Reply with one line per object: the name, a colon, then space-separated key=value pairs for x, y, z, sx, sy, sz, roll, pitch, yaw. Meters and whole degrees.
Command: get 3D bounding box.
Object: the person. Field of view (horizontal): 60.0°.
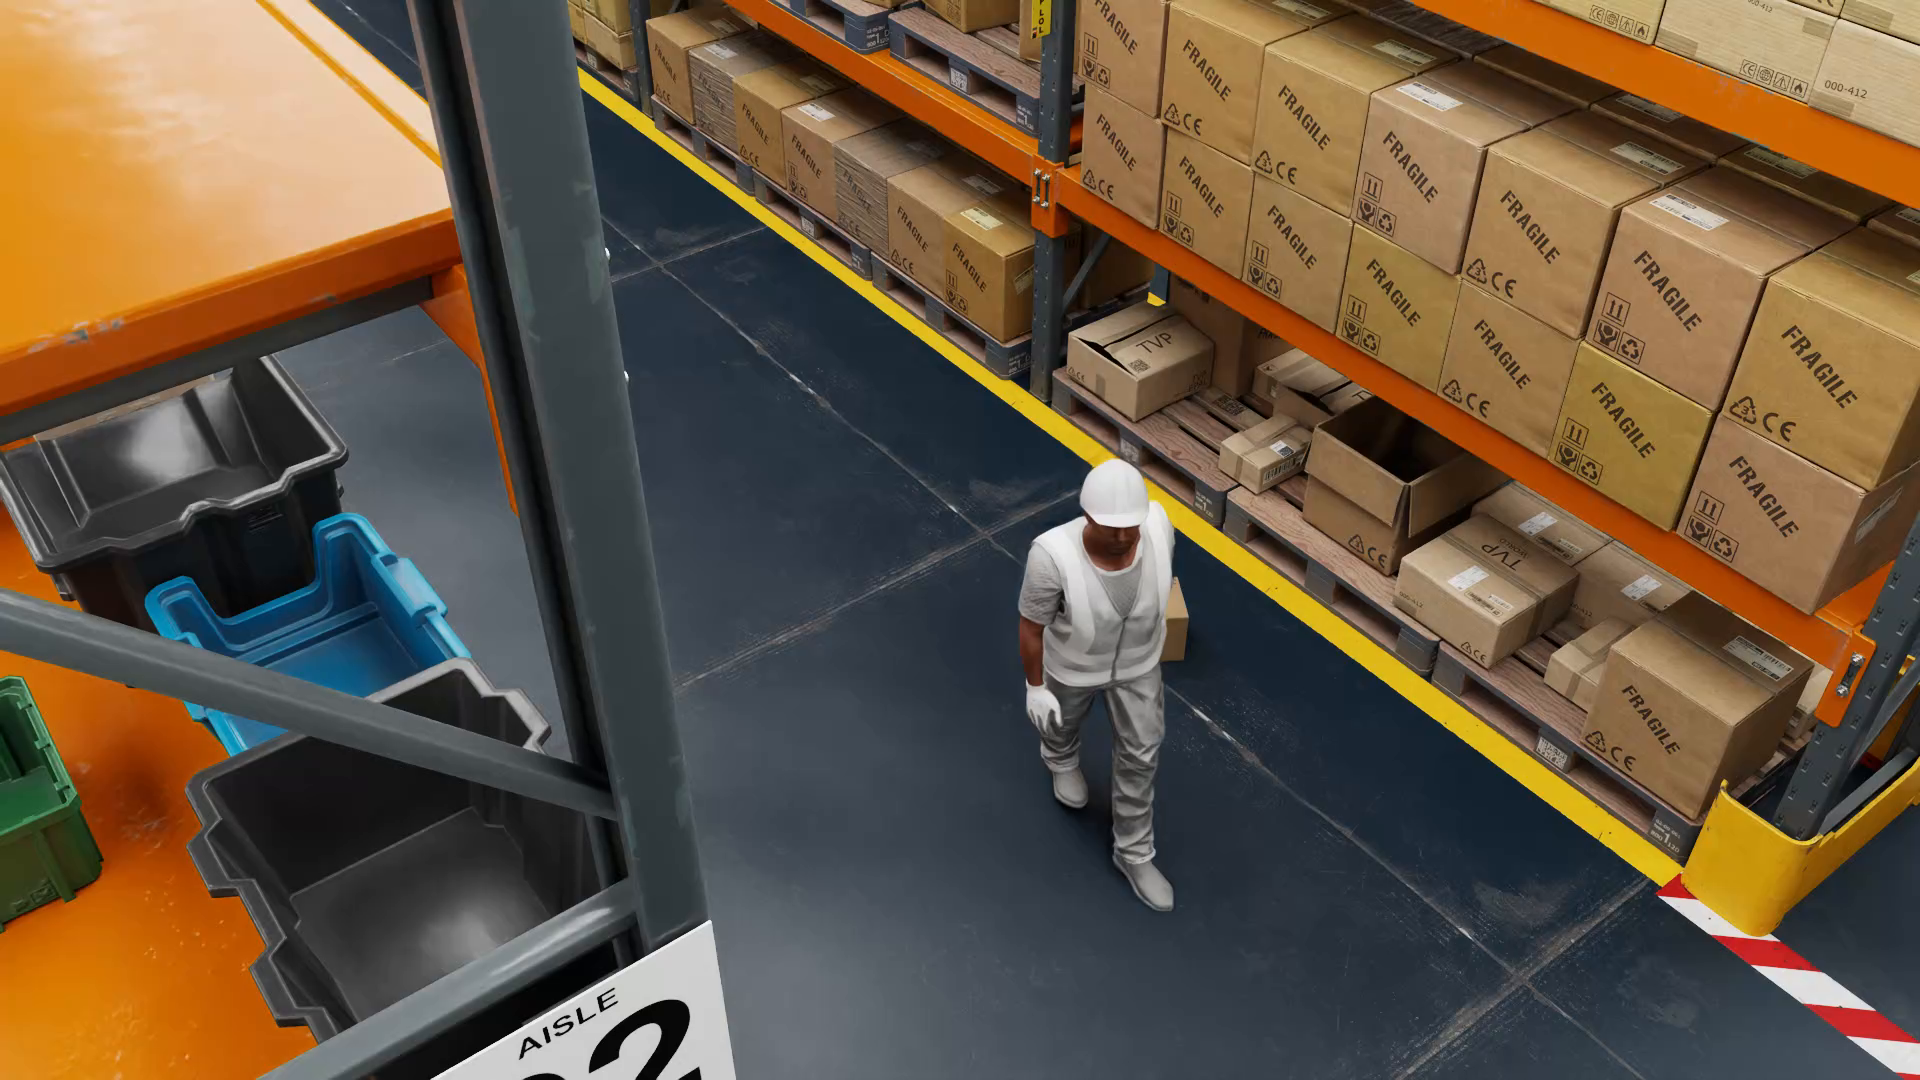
person: x=0.477 y=0.430 z=5.633 sx=0.592 sy=1.778 sz=0.795 roll=-8 pitch=41 yaw=-10
